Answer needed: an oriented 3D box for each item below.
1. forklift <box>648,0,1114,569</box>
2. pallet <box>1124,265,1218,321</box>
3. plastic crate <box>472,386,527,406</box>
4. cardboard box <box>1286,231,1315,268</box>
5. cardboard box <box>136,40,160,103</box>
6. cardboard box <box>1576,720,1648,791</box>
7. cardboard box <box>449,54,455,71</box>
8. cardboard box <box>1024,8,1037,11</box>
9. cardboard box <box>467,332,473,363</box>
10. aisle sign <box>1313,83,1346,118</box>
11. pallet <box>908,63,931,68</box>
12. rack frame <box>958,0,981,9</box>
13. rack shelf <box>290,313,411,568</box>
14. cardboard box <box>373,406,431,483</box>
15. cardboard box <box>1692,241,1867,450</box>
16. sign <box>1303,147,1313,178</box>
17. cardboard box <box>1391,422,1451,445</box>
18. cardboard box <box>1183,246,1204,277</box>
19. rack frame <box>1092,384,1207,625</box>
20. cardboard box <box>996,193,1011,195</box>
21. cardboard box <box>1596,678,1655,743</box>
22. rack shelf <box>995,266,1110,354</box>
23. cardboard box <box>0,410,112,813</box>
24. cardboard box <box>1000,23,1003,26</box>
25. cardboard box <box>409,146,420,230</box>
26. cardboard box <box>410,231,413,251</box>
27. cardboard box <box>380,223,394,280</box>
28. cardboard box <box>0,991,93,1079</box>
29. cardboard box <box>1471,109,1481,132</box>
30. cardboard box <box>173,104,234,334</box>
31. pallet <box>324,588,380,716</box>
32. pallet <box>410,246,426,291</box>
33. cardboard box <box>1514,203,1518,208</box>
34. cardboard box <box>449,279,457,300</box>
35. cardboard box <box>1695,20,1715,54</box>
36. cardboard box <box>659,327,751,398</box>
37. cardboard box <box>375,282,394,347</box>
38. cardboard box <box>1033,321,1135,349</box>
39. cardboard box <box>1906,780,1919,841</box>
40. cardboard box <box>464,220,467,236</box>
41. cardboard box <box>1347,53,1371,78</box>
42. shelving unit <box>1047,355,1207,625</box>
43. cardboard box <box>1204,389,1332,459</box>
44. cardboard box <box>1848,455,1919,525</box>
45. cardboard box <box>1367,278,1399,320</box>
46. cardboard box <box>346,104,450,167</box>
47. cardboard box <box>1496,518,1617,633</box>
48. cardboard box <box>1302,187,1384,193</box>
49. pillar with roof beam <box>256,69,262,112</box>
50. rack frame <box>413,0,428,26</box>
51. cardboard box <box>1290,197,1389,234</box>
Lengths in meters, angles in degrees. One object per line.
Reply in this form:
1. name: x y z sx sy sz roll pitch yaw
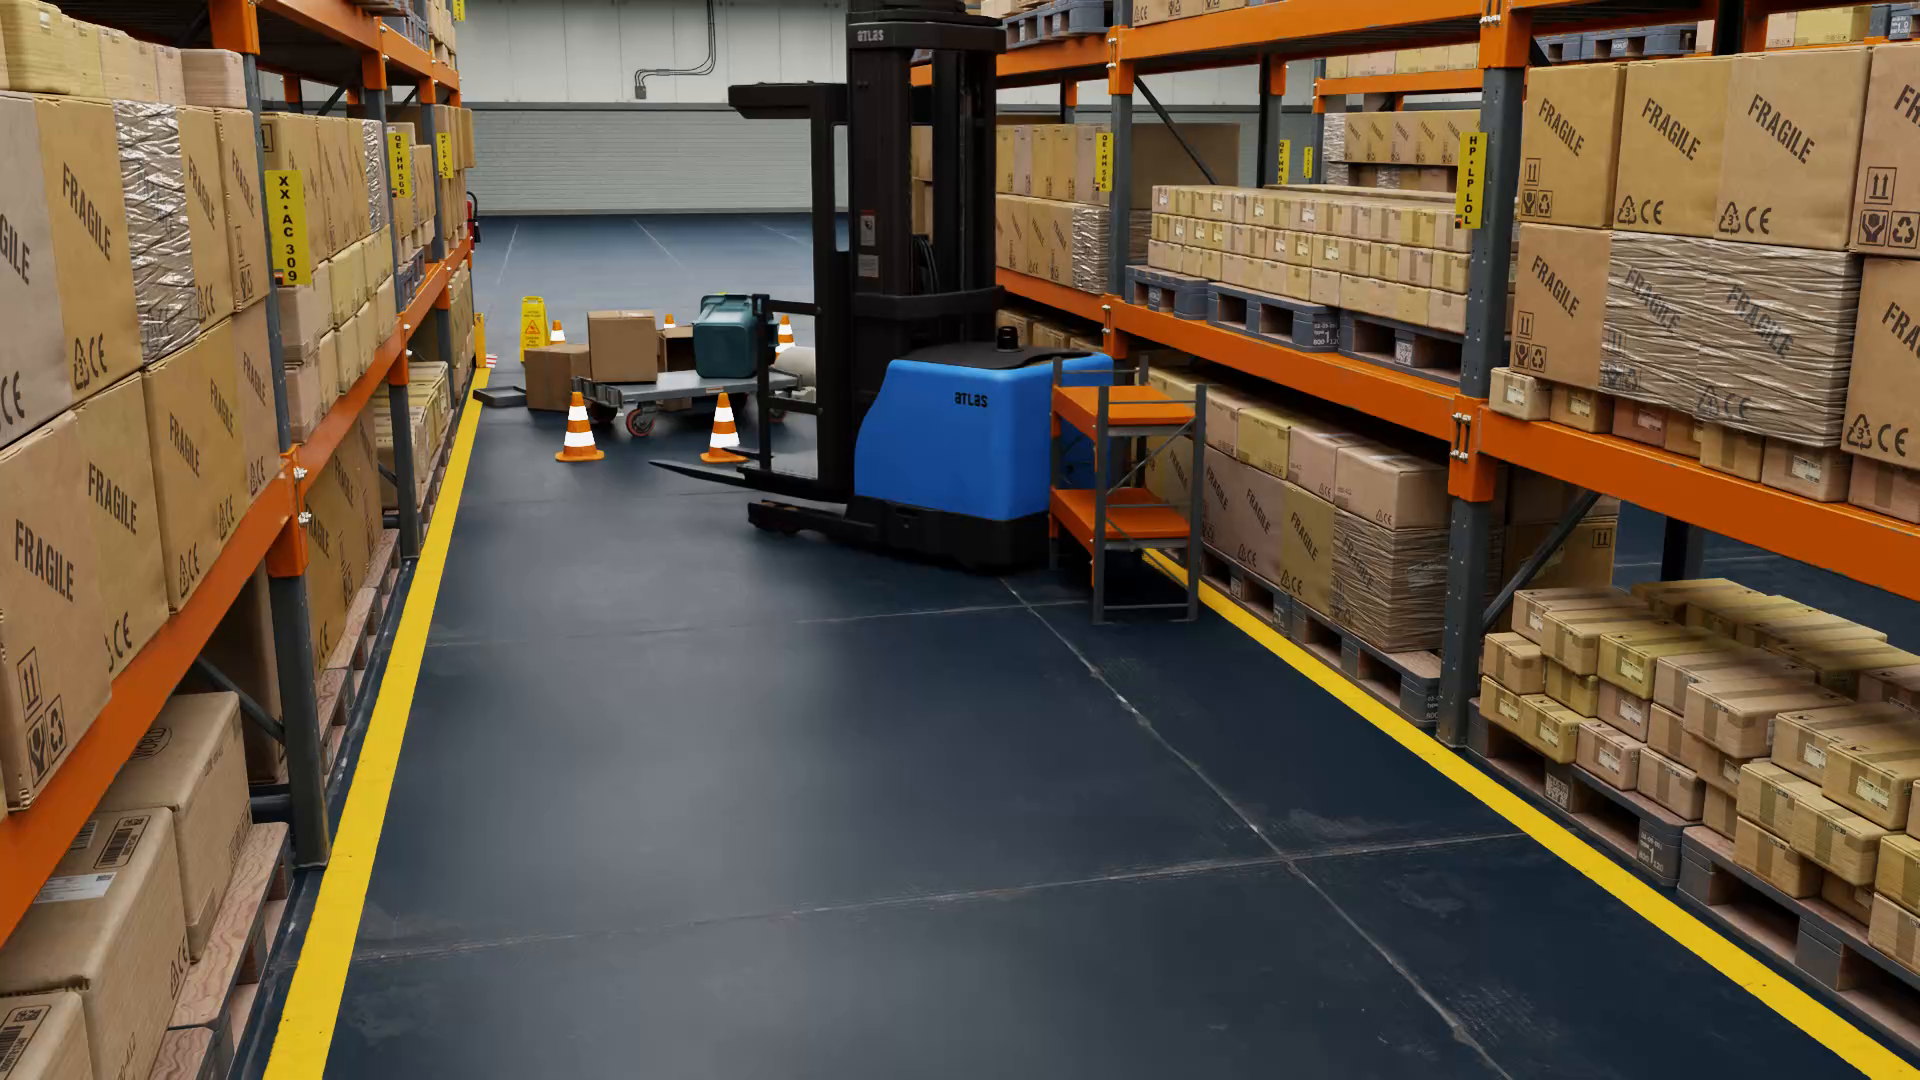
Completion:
1. forklift: -0.602 -1.536 9.539 3.031 2.935 1.130 11 18 38
2. pallet: 1.637 -1.383 9.171 1.213 0.211 1.003 -3 14 -13
3. plastic crate: -3.933 -1.248 14.365 0.402 0.080 0.583 -9 16 -33
4. cardboard box: 1.706 -1.323 7.539 0.380 0.149 0.250 -3 14 -13
5. cardboard box: -2.096 -1.084 3.858 0.380 0.149 0.250 -3 14 -13
6. cardboard box: 2.250 0.687 5.417 0.380 0.149 0.250 -3 14 -13
7. cardboard box: -4.855 -4.394 15.300 0.380 0.149 0.250 -3 14 -13
8. cardboard box: 0.660 -3.758 11.357 0.396 0.266 0.258 -3 14 -13
9. cardboard box: -4.736 -1.758 15.210 0.500 0.250 0.500 -3 14 -13
10. aisle sign: 4.026 -4.994 18.069 0.394 0.787 0.004 -3 14 -13
11. pallet: -0.329 -4.724 16.307 1.003 0.211 1.213 -3 14 -13
12. rack frame: 0.426 -5.472 12.862 1.000 3.000 0.127 -3 14 -13
13. rack shelf: -2.953 -0.524 6.769 1.077 0.370 4.000 -3 14 -13
14. cardboard box: -3.726 -0.563 10.065 0.950 0.372 0.625 -4 14 -14
15. cardboard box: 2.383 -0.545 4.498 0.500 0.500 0.500 -4 14 -14
16. sign: 3.804 -4.123 18.161 0.100 0.325 0.005 -3 14 -13
17. cardboard box: 2.261 -0.374 7.438 0.500 0.250 0.500 -3 14 -12
18. cardboard box: 1.401 -1.478 8.800 0.380 0.149 0.250 -3 14 -10
19. rack frame: 0.874 -0.158 7.696 0.500 1.125 0.032 -2 14 -8
20. cardboard box: 0.407 -2.353 12.528 0.500 0.500 0.500 -3 14 -13
21. cardboard box: 2.318 0.534 5.418 0.380 0.149 0.250 -3 14 -14
22. rack shelf: 0.896 -1.746 11.771 1.077 0.370 4.000 -3 14 -13
23. cardboard box: -1.625 0.101 2.481 0.500 0.500 0.500 -3 14 -14
24. cardboard box: 0.551 -4.365 14.087 0.380 0.149 0.250 -3 14 -13
25. cardboard box: -3.673 -2.207 10.417 0.500 0.500 0.500 -4 14 -15
26. cardboard box: -3.650 -1.878 10.439 0.380 0.149 0.250 -3 14 -11
27. cardboard box: -3.062 -1.408 8.131 0.500 0.250 0.500 -3 14 -13
28. cardboard box: -2.019 1.194 2.735 0.875 0.438 0.875 -3 14 -12
29. cardboard box: 4.898 -3.578 14.806 0.500 0.500 0.500 -3 14 -13
30. cardboard box: -1.992 -0.736 3.801 0.500 0.500 0.500 -3 14 -14
31. pallet: -3.027 0.486 6.992 1.003 0.211 1.213 -3 14 -13
32. pallet: -3.927 -1.696 10.455 1.003 0.211 1.213 -3 14 -13
33. cardboard box: 2.531 -1.322 6.911 0.380 0.149 0.250 -3 14 -13
34. cardboard box: -4.209 -1.989 13.210 0.380 0.149 0.250 -3 14 -12
35. cardboard box: 5.616 -3.598 11.828 0.500 0.250 0.500 -3 14 -12
36. cardboard box: -2.200 -1.555 14.444 0.797 0.637 0.503 -3 14 -13
37. cardboard box: -2.916 -1.043 7.693 0.500 0.250 0.500 -3 14 -12
38. cardboard box: 1.101 -1.093 11.434 1.050 0.750 0.750 -3 14 -12
39. cardboard box: 2.616 0.692 4.143 0.380 0.149 0.250 -4 14 -15
40. cardboard box: -4.838 -2.932 15.638 0.380 0.149 0.250 -3 14 -14
41. cardboard box: 4.321 -4.873 17.049 0.500 0.250 0.500 -4 14 -14
42. shelving unit: 0.797 -0.277 8.184 0.538 1.125 1.048 -2 14 -8
43. cardboard box: 1.515 -0.584 8.299 0.500 0.250 0.500 -3 14 -13
44. cardboard box: 2.518 -0.146 4.233 0.380 0.149 0.250 -3 14 -11
45. cardboard box: 1.901 -0.992 6.811 0.380 0.149 0.250 -3 14 -13
46. cardboard box: -4.254 -3.050 12.648 0.700 0.500 0.500 -3 14 -14
47. cardboard box: 2.389 0.113 7.025 0.500 0.500 0.500 -3 14 -11
48. cardboard box: 2.045 -1.799 8.863 0.380 0.149 0.250 -3 14 -11
49. pillar with roof beam: -13.699 -12.767 42.725 9.100 9.000 0.400 -3 14 -13
50. rack frame: -4.362 -5.172 11.637 1.000 3.000 0.127 -3 14 -13
51. cardboard box: 1.716 -1.465 7.495 0.380 0.149 0.250 -4 14 -16
